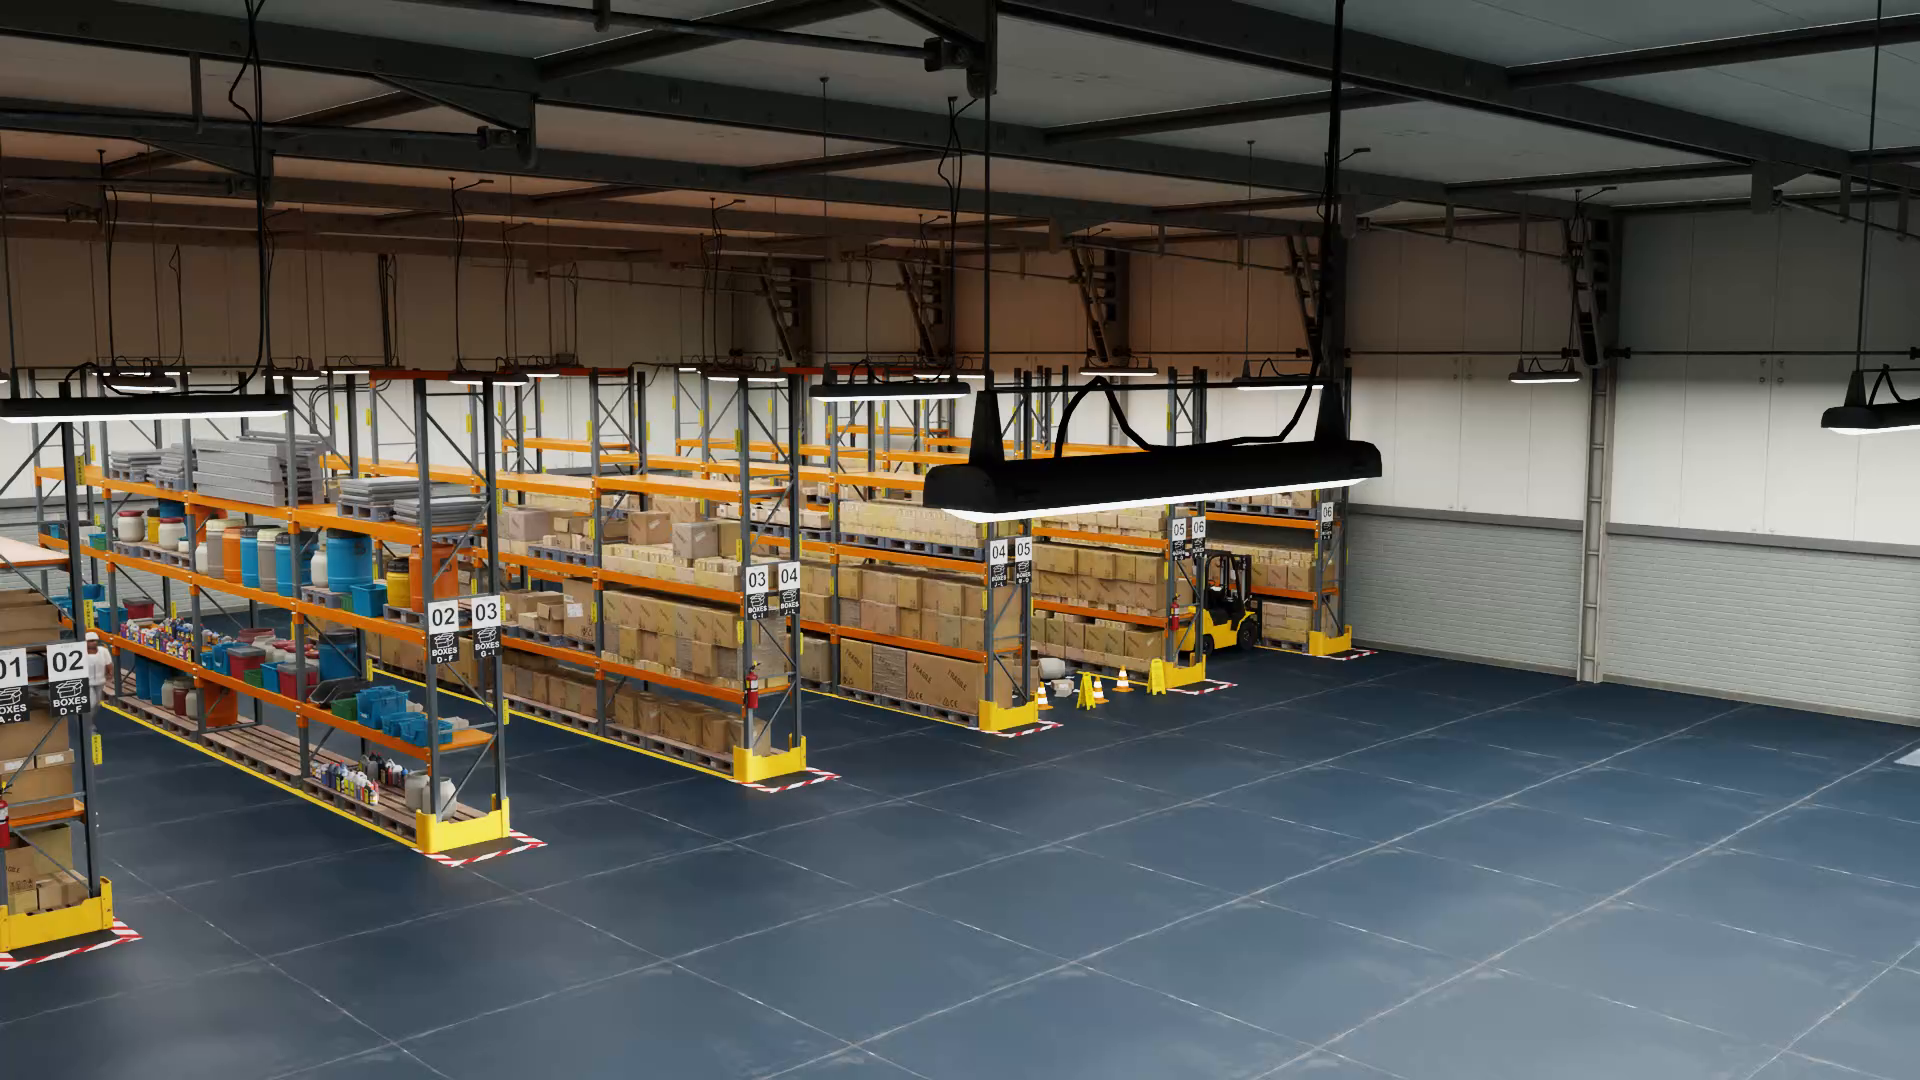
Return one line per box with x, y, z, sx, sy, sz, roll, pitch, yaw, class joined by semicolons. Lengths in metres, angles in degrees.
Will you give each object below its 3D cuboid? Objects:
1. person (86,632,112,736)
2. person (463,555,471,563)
-14.295;2.394;27.396;0.865;1.813;0.626;5;8;38;person
-11.707;1.108;39.554;0.546;1.563;0.604;-2;7;-13;person
